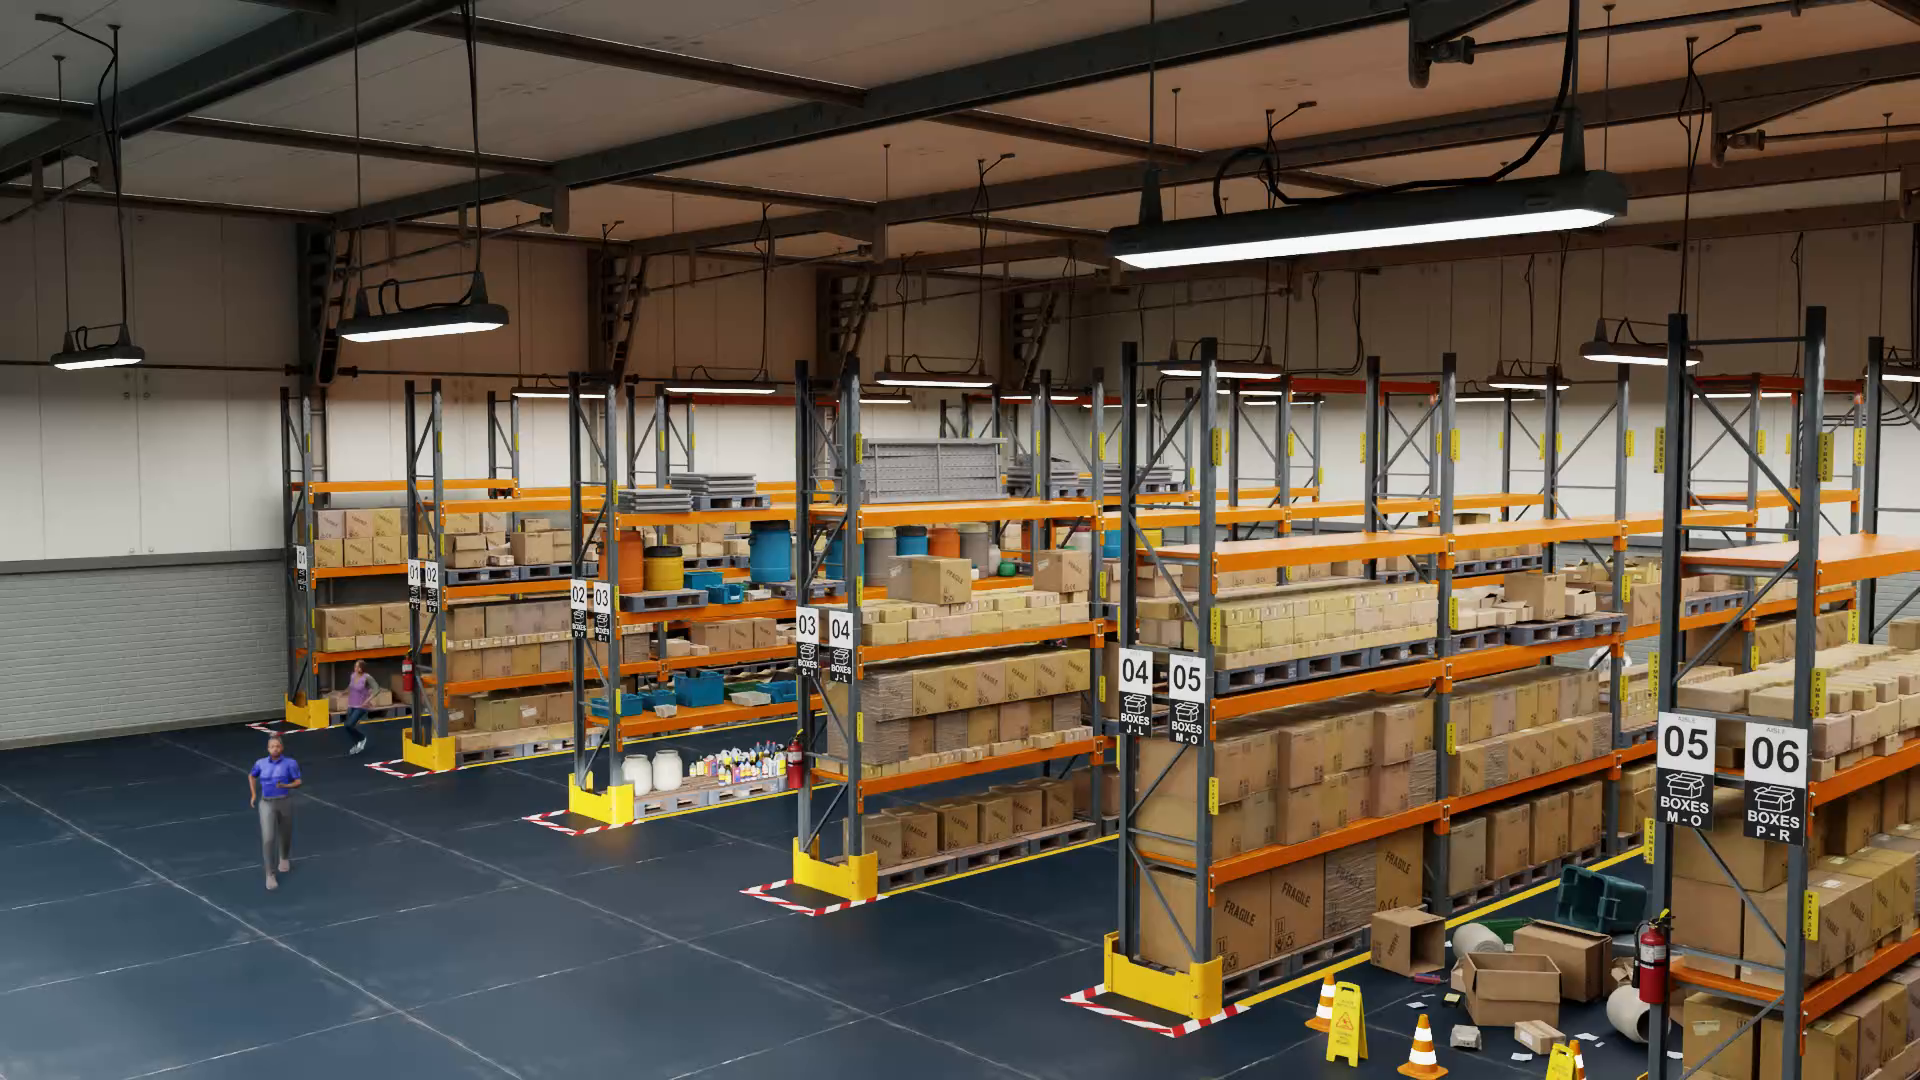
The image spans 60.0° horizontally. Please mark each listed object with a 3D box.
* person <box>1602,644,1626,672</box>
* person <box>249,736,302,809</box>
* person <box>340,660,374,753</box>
[{"bbox_3d":[11.513,2.448,29.163,0.513,1.695,0.835,0,4,0],"label":"person"},{"bbox_3d":[-7.853,2.669,19.075,0.561,0.818,0.618,-2,4,-24],"label":"person"},{"bbox_3d":[-9.680,2.685,26.717,0.506,1.535,0.543,2,4,28],"label":"person"}]
